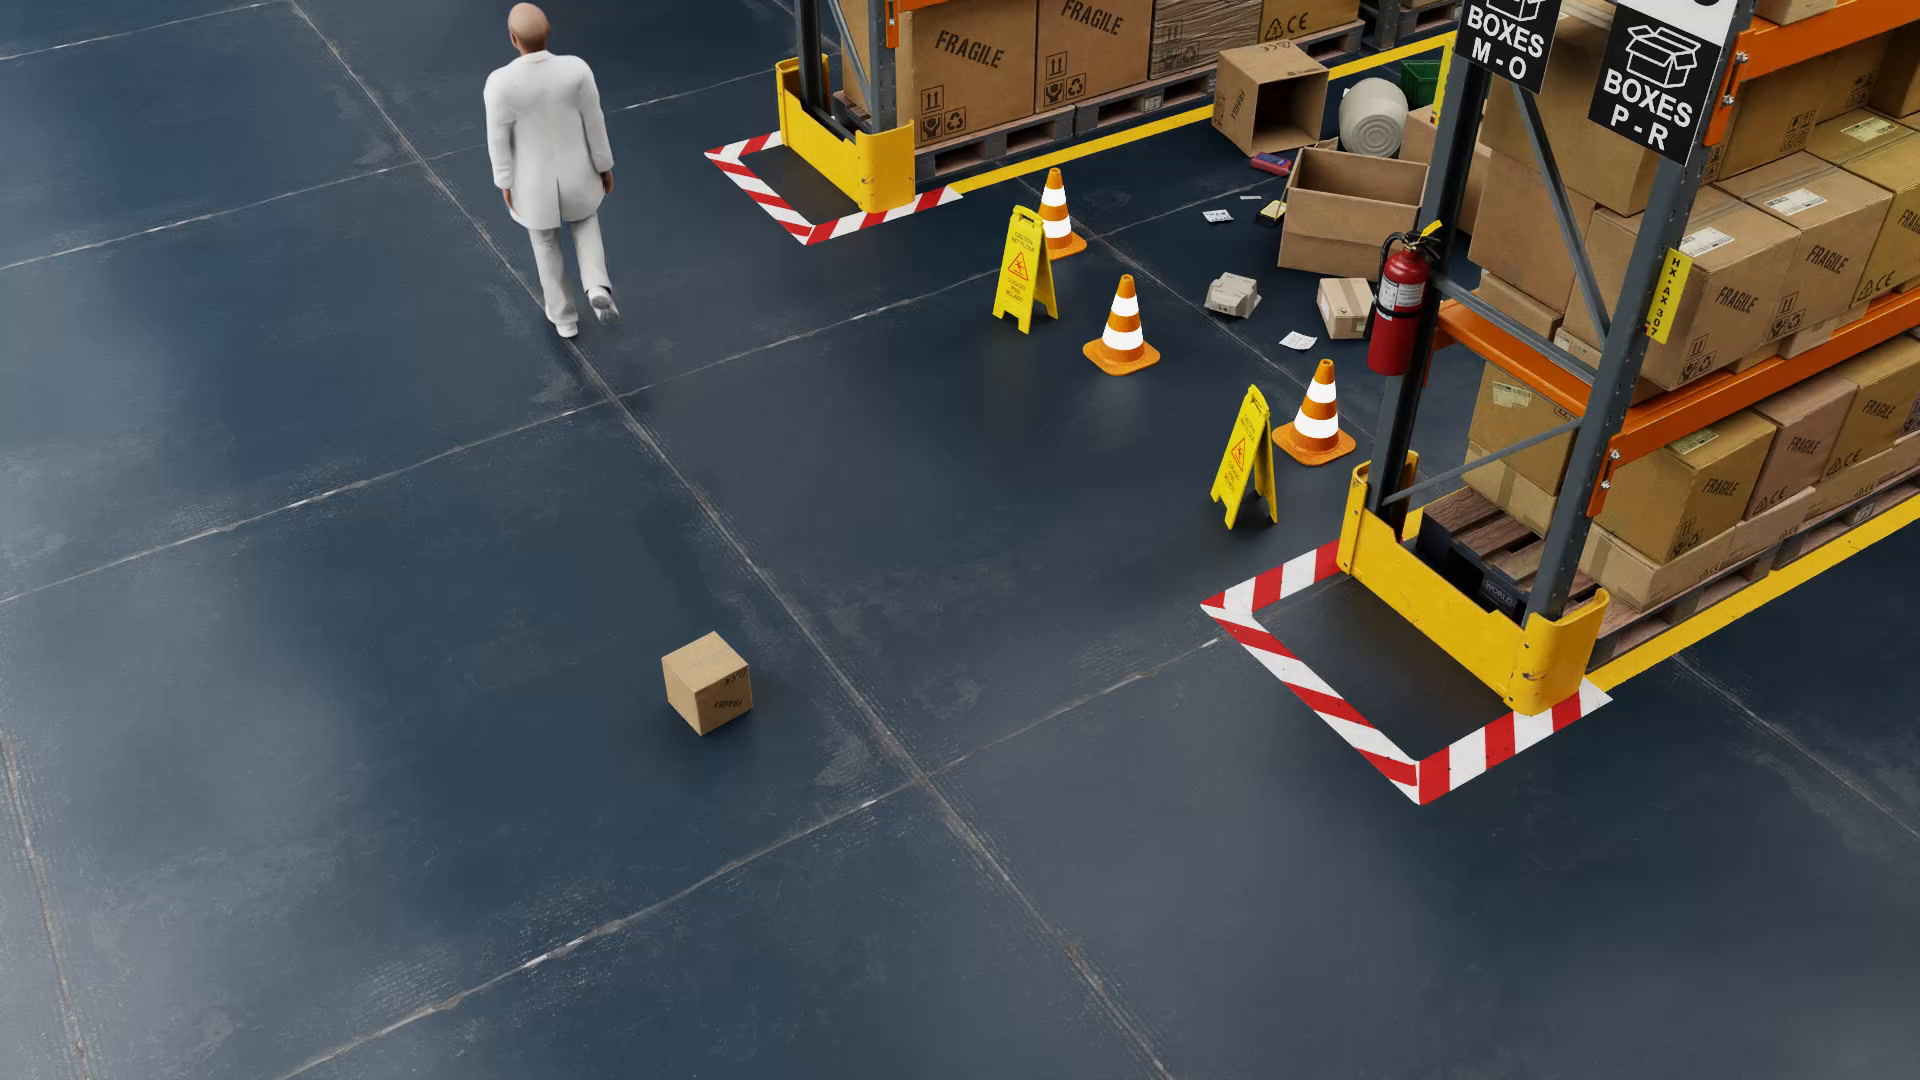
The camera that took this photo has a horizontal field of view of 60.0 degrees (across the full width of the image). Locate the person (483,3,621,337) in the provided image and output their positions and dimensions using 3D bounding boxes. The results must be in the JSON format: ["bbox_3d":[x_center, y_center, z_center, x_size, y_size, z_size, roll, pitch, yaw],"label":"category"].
[{"bbox_3d":[-2.007,-1.806,8.264,0.595,1.772,0.578,-18,43,-20],"label":"person"}]
